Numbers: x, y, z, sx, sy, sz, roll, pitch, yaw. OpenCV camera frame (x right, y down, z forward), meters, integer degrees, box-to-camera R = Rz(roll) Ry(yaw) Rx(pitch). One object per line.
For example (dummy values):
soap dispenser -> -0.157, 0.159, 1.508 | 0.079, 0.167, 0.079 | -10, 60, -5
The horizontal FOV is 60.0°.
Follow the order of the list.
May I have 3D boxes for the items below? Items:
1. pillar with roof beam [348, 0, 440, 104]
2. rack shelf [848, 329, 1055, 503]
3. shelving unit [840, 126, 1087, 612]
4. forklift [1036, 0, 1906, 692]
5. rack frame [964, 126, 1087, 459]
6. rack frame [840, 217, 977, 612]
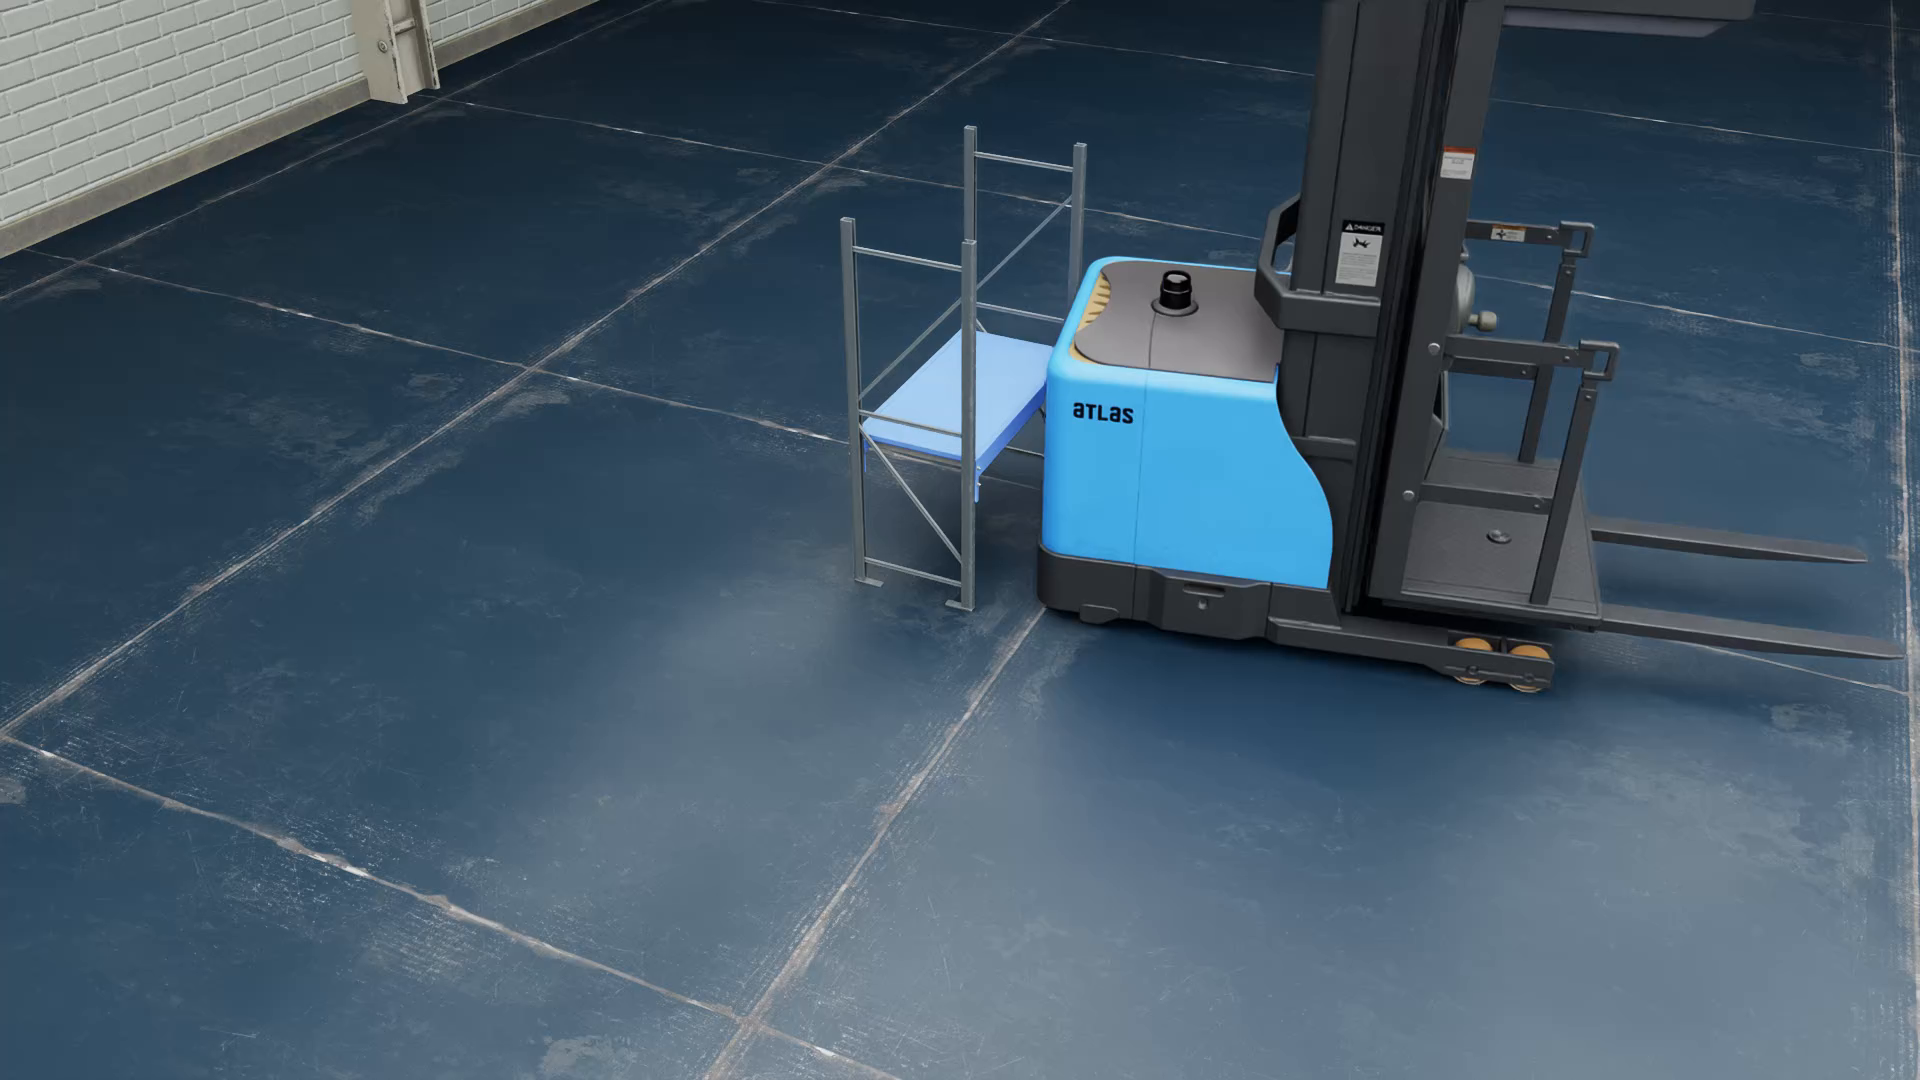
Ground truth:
pillar with roof beam -> 0.085, -5.856, 7.474 | 9.100, 9.000, 0.400 | 14, 36, 20
rack shelf -> 0.036, -0.519, 6.502 | 0.538, 0.185, 1.000 | 14, 36, 20
shelving unit -> 0.036, -0.670, 6.404 | 0.538, 1.500, 1.048 | 14, 36, 20
forklift -> 1.863, -1.006, 5.611 | 3.031, 2.935, 1.130 | 7, 34, 11
rack frame -> 0.248, -0.923, 6.790 | 0.500, 1.500, 0.032 | 14, 36, 20
rack frame -> -0.177, -0.416, 6.017 | 0.500, 1.500, 0.032 | 14, 36, 20
